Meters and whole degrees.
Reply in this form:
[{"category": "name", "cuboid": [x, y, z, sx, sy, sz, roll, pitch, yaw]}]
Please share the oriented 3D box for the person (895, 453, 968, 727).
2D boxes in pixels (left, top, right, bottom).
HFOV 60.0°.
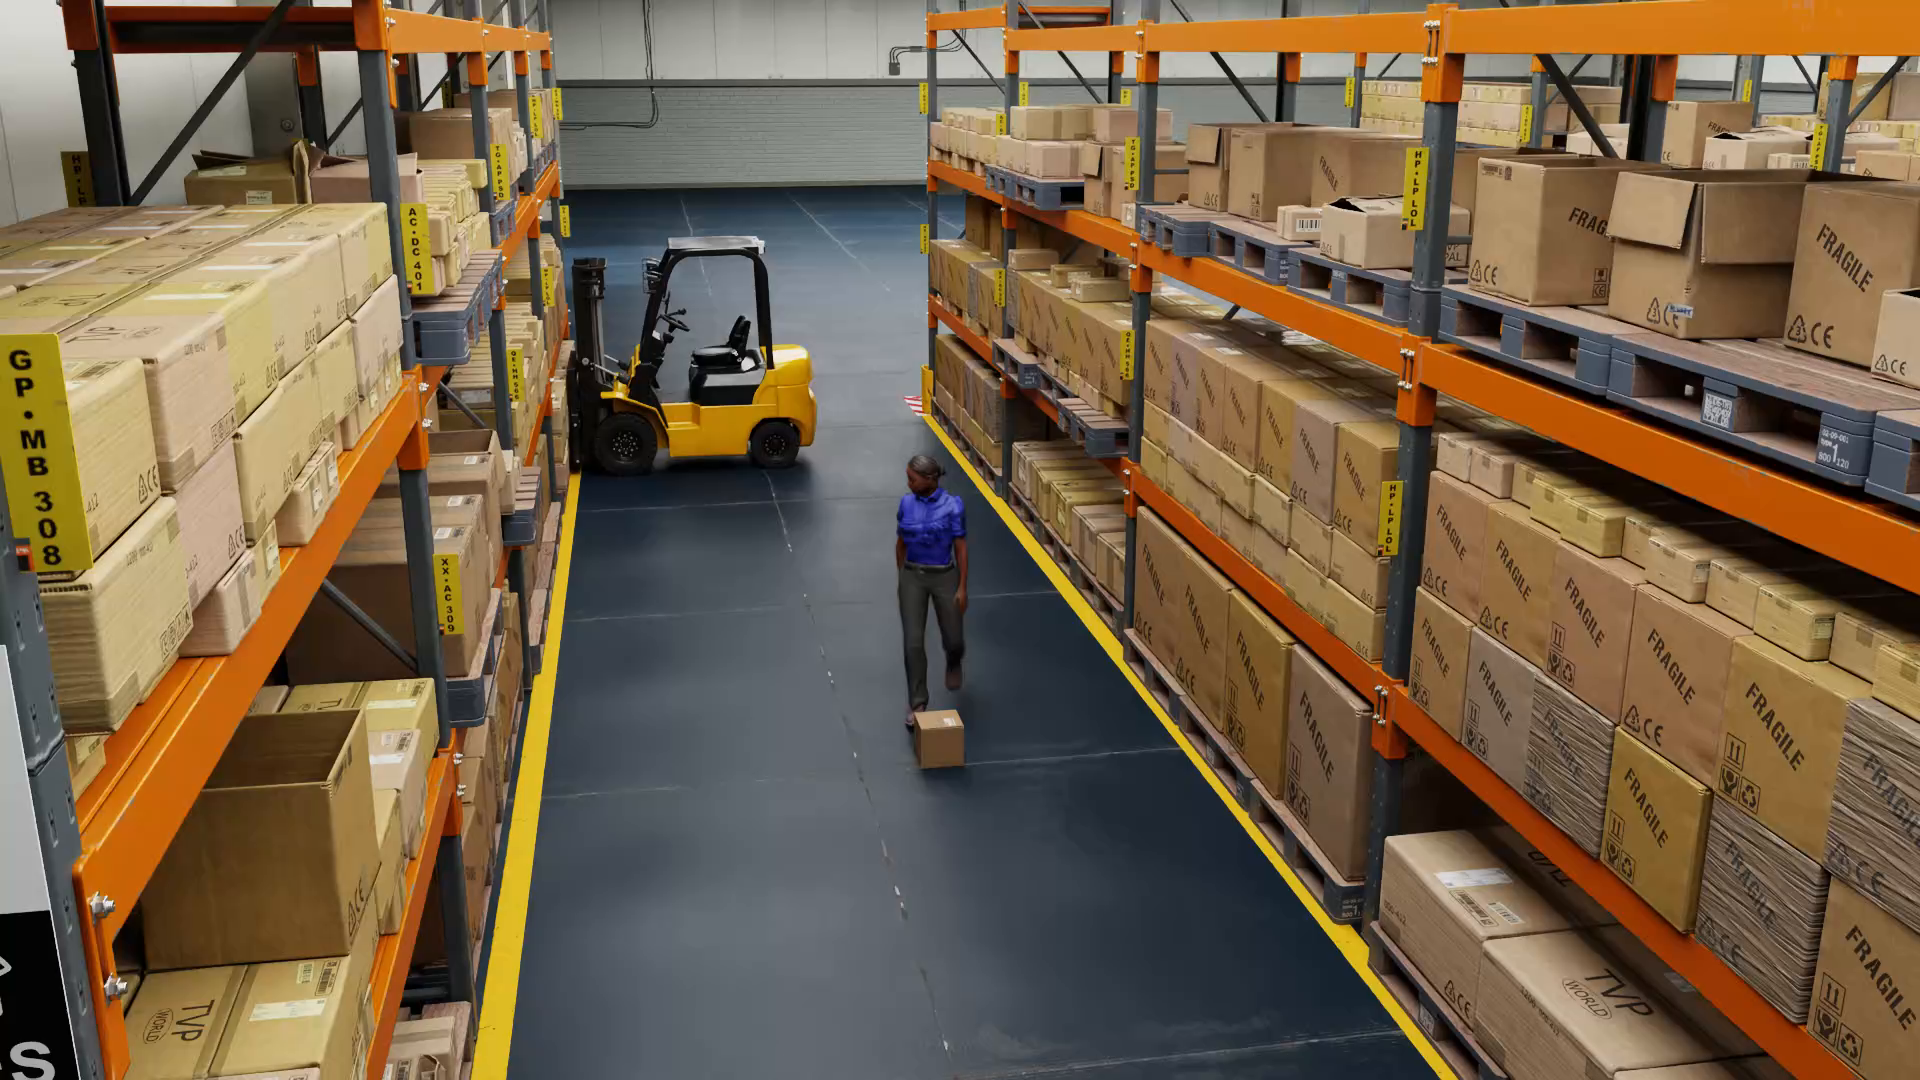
[{"category": "person", "cuboid": [-0.171, 0.262, 10.120, 0.467, 1.635, 0.725, 3, 17, 10]}]
